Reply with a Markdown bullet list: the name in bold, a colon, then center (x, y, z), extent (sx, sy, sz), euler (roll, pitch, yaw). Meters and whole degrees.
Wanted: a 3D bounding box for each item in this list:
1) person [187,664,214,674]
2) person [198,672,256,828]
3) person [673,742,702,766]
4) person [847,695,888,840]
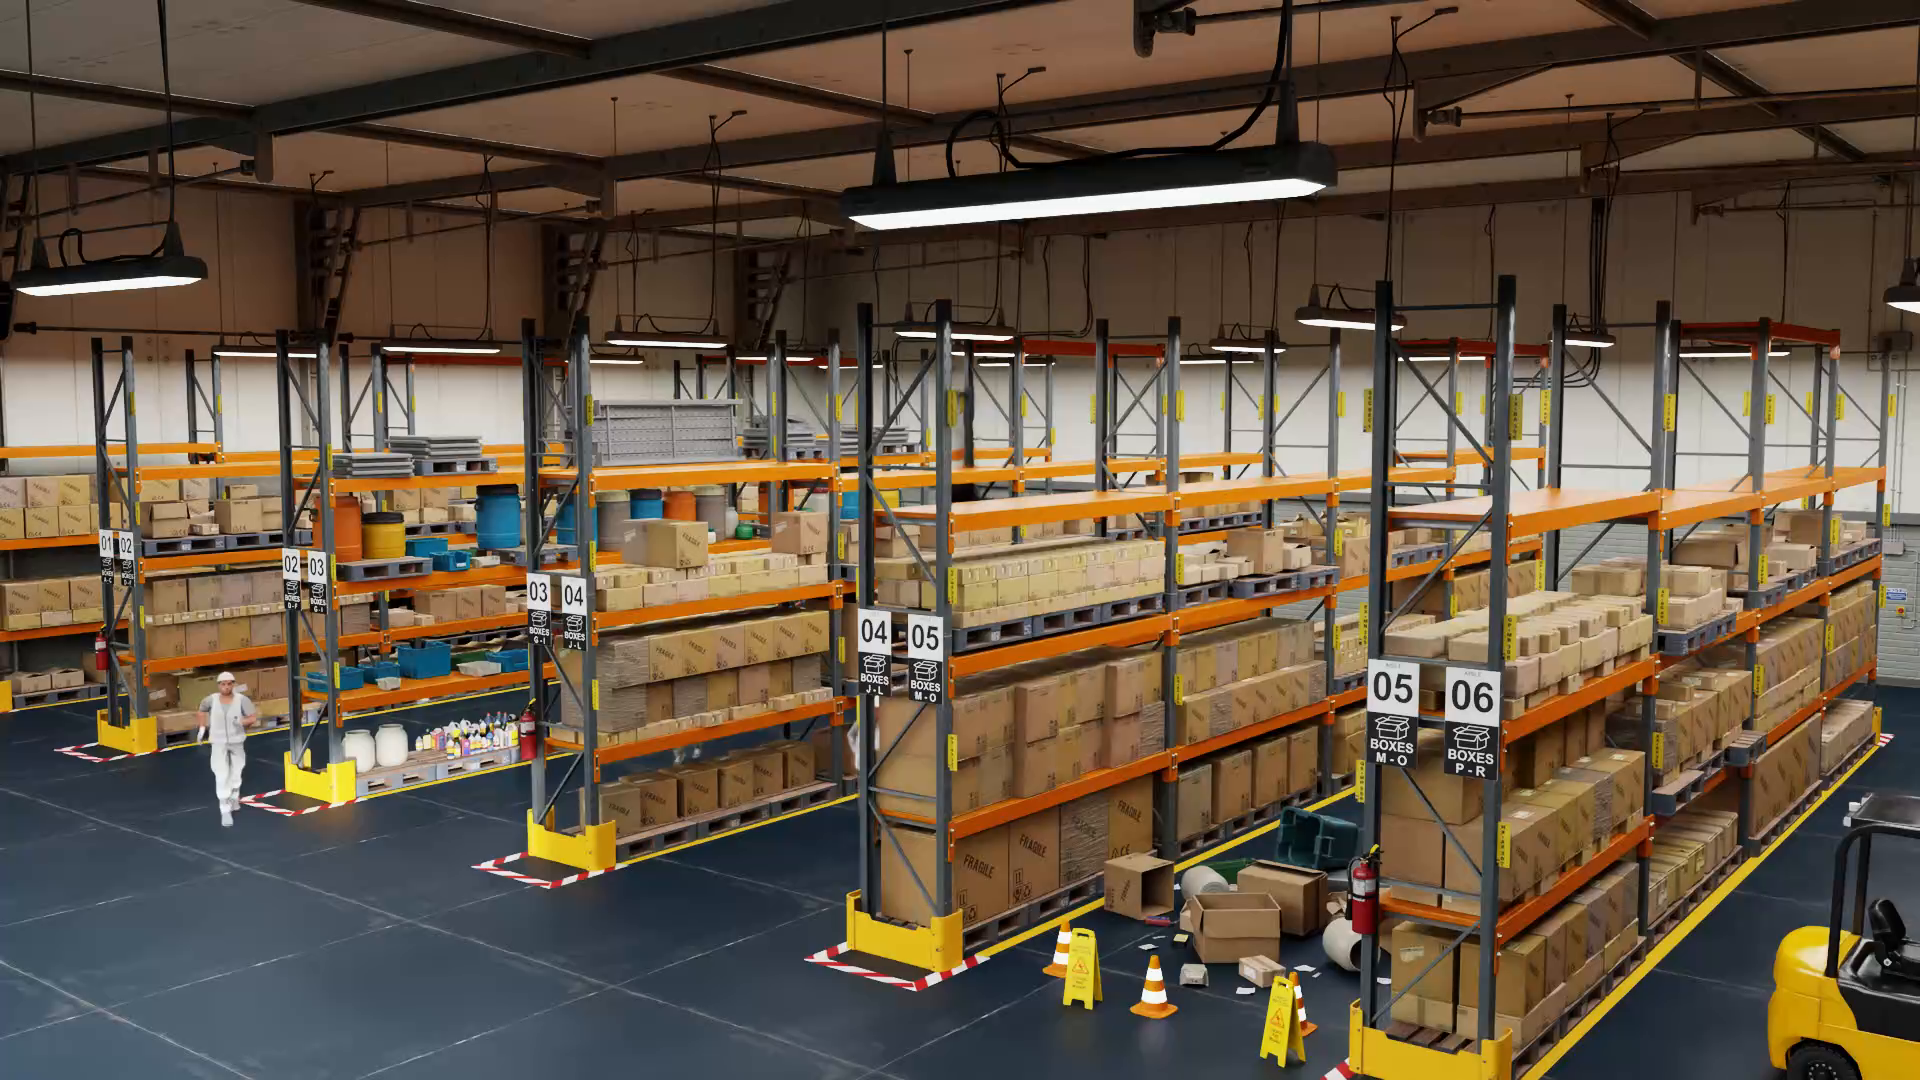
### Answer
- **person**: center (-12.157, 2.073, 26.781), extent (0.659, 1.625, 0.967), euler (3, 6, 31)
- **person**: center (-8.901, 2.500, 20.213), extent (0.649, 1.835, 0.895), euler (-3, 6, -27)
- **person**: center (-3.827, 2.354, 23.211), extent (0.556, 1.615, 0.783), euler (2, 5, 22)
- **person**: center (-0.996, 2.653, 18.951), extent (0.658, 1.807, 0.795), euler (1, 5, 8)
